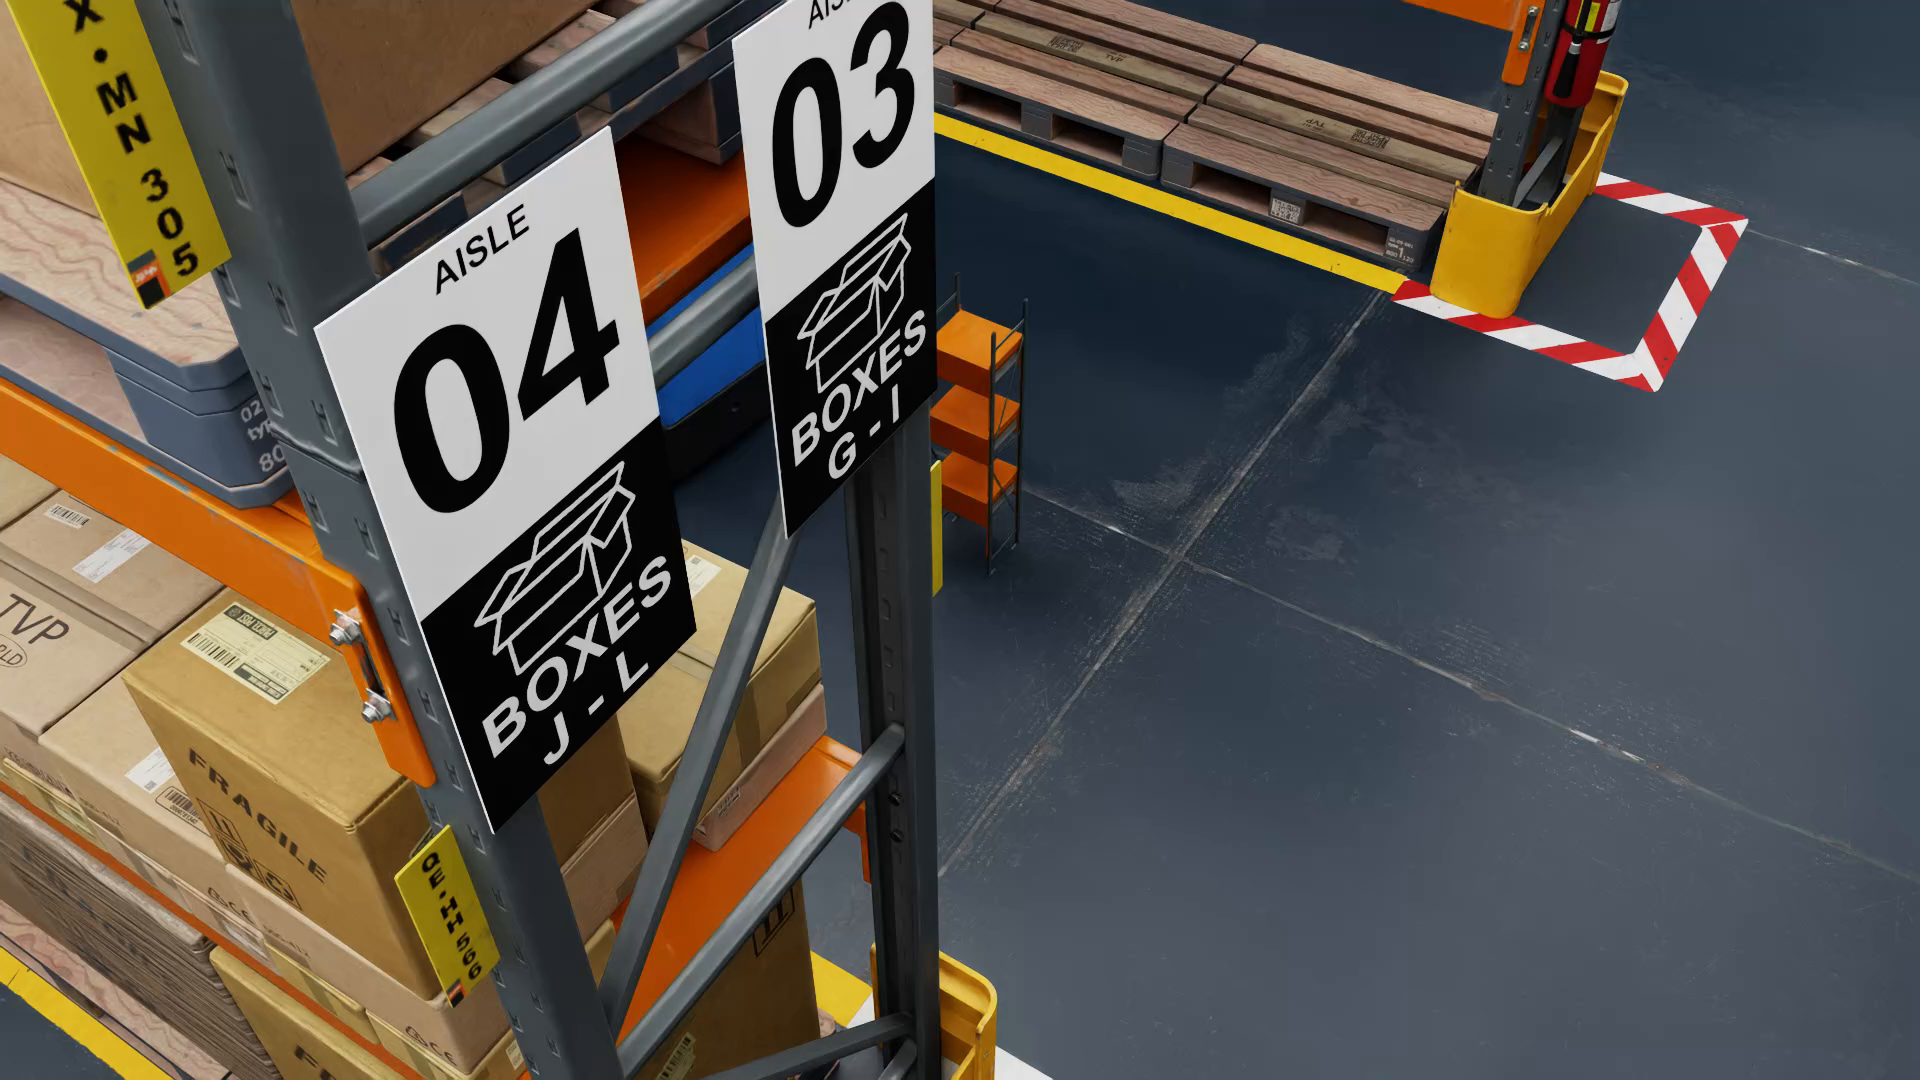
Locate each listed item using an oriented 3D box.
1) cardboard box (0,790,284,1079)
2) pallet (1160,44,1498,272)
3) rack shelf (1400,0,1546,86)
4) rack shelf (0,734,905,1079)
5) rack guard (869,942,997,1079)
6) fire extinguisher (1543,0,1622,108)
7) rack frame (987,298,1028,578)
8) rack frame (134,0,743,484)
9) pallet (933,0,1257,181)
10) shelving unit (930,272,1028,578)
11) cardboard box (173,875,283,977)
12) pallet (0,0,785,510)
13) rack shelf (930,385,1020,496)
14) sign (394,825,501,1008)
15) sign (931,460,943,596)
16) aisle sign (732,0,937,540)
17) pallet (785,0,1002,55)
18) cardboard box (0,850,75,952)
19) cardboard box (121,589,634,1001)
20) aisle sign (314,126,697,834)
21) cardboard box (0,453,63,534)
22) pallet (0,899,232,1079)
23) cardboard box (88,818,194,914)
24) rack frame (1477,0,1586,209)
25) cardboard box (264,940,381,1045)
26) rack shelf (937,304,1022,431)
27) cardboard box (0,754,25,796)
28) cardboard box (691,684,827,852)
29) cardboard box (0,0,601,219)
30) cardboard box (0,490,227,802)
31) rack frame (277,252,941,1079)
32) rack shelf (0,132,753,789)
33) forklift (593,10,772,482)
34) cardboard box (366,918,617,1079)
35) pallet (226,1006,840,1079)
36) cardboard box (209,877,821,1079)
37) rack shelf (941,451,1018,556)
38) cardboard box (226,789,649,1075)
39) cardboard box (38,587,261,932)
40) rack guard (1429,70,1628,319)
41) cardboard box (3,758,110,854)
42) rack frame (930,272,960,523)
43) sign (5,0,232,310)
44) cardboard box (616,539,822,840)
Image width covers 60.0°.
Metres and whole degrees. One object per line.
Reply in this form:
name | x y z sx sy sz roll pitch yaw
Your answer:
cardboard box | -1.714 0.707 4.160 0.875 0.875 0.875 25 51 22
pallet | 1.635 -1.696 7.251 1.213 0.211 1.003 25 51 22
rack shelf | 0.624 -2.849 6.928 4.000 0.370 1.077 25 51 22
rack shelf | -2.050 0.141 4.023 4.000 0.370 1.077 25 51 22
rack guard | -0.346 1.545 3.900 0.348 0.500 1.175 25 51 22
fire extinguisher | 2.189 -1.836 5.756 0.183 0.674 0.296 25 51 22
rack frame | 0.148 -0.298 5.307 0.008 1.050 0.200 25 51 22
rack frame | -0.366 -1.426 0.861 0.127 3.000 1.000 25 51 22
pallet | 0.612 -2.169 7.711 1.213 0.211 1.003 25 51 22
shelving unit | 0.045 -0.345 5.353 0.252 1.050 0.215 25 51 22
cardboard box | -1.275 0.615 3.236 0.250 0.149 0.380 25 51 22
pallet | -0.996 -0.631 2.242 1.213 0.211 1.003 25 51 22
rack shelf | 0.045 -0.338 5.361 0.240 0.259 0.215 25 51 22
sign | -0.671 0.501 2.199 0.005 0.325 0.100 25 51 22
sign | -0.062 0.003 2.997 0.005 0.325 0.100 25 51 22
aisle sign | -0.144 -0.395 2.229 0.004 0.787 0.394 25 51 22
pallet | -0.419 -2.641 8.169 1.213 0.211 1.003 25 51 22
cardboard box | -2.463 0.362 4.495 0.875 0.875 0.875 25 51 22
cardboard box | -0.918 0.322 2.720 0.500 0.500 0.500 25 51 23
aisle sign | -0.468 -0.032 1.877 0.004 0.787 0.394 25 51 22
cardboard box | -2.213 -0.007 3.562 0.500 0.250 0.500 25 51 22
pallet | -2.104 0.901 4.727 1.213 0.211 1.003 25 51 22
cardboard box | -1.485 0.518 3.330 0.250 0.149 0.380 26 51 23
rack frame | 2.308 -2.325 5.918 0.127 3.000 1.000 25 51 22
cardboard box | -1.063 0.714 3.140 0.250 0.149 0.380 25 51 22
rack shelf | 0.045 -0.536 5.157 0.240 0.259 0.215 25 51 22
cardboard box | -1.923 0.319 3.524 0.250 0.149 0.380 25 51 22
cardboard box | -0.487 0.416 3.430 0.250 0.149 0.380 25 51 23
cardboard box | -0.833 -0.766 1.879 0.500 0.500 0.700 22 50 20
cardboard box | -1.773 0.192 3.369 0.500 0.250 0.500 23 50 21
rack frame | -0.366 0.665 3.013 0.127 3.000 1.000 25 51 22
rack shelf | -2.050 -0.904 2.947 4.000 0.370 1.077 25 51 22
forklift | -1.881 -2.116 5.763 3.031 2.935 1.130 30 53 26
cardboard box | -0.844 0.813 3.043 0.250 0.149 0.380 26 51 23
pallet | -1.081 1.374 4.268 1.213 0.211 1.003 25 51 22
cardboard box | -0.948 1.059 3.818 0.875 0.875 0.875 25 51 22
rack shelf | 0.045 -0.144 5.560 0.240 0.259 0.215 25 51 22
cardboard box | -0.917 0.586 2.986 0.500 0.250 0.500 24 50 22
cardboard box | -1.344 0.389 3.178 0.500 0.250 0.500 24 50 21
rack guard | 2.335 -1.453 6.813 0.348 0.500 1.175 25 51 22
cardboard box | -1.704 0.419 3.427 0.250 0.149 0.380 24 50 21
rack frame | -0.058 -0.392 5.399 0.008 1.050 0.200 25 51 22
sign | -0.671 -0.339 1.335 0.005 0.325 0.100 25 51 22
cardboard box | -0.624 0.264 3.299 0.500 0.250 0.500 23 50 21
